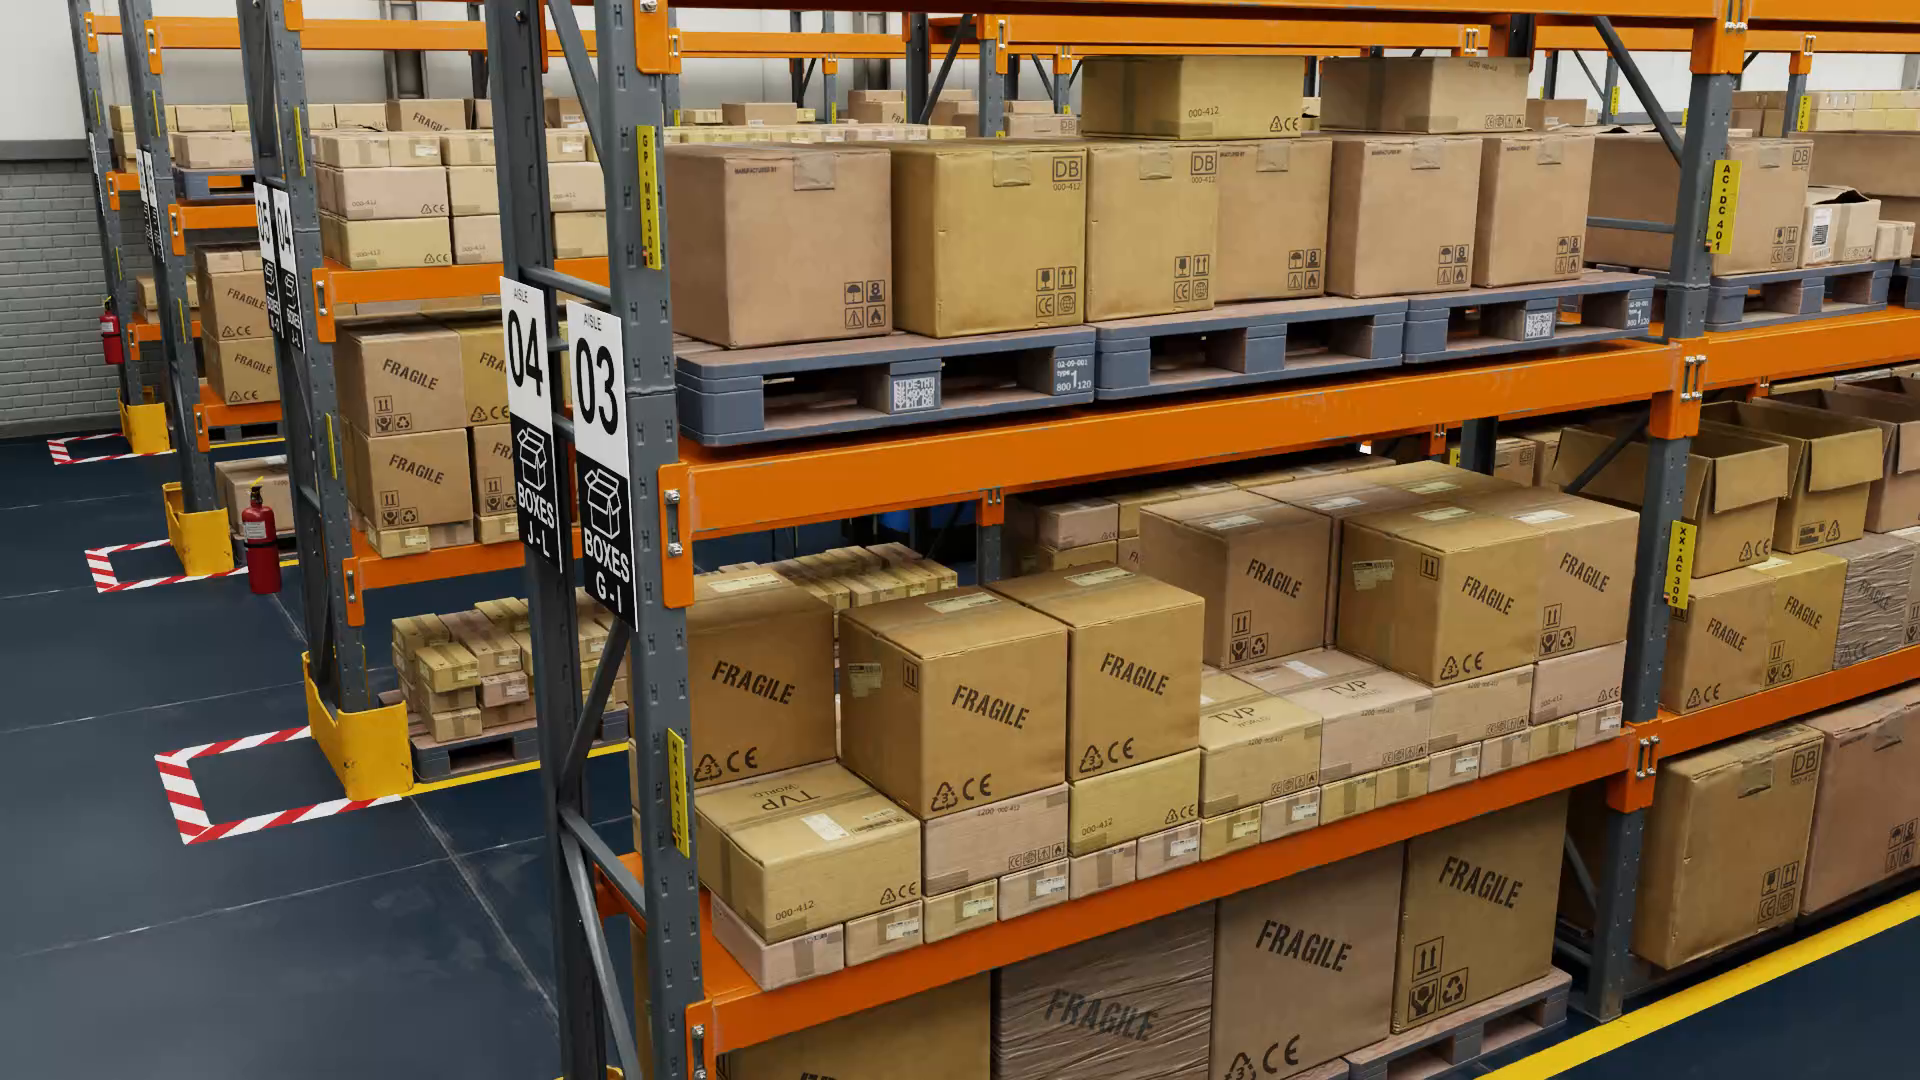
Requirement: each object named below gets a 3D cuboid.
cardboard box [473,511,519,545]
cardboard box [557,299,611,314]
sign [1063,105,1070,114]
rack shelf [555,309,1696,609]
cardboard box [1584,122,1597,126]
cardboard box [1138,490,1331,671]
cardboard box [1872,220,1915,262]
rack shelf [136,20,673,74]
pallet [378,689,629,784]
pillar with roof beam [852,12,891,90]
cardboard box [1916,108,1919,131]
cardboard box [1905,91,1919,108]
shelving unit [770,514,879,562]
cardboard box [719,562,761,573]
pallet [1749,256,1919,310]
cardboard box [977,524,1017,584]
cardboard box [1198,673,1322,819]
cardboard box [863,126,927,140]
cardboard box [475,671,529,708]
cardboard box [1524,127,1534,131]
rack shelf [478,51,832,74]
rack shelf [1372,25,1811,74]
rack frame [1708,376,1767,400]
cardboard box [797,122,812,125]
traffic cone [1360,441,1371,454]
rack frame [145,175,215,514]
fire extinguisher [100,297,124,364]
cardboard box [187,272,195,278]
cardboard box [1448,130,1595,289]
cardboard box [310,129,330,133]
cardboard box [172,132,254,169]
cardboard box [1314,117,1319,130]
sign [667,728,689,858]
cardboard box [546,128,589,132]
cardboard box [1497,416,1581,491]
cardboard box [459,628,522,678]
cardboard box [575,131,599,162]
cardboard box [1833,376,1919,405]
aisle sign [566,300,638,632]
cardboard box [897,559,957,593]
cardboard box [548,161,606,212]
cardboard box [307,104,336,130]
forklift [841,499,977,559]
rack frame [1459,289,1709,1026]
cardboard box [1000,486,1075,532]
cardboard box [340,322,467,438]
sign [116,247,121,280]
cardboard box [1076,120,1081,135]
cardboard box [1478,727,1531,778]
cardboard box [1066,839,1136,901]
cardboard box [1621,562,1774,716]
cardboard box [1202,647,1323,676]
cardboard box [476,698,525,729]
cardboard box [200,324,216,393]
[{"bbox_3d":[-2.571,-0.102,9.183,0.250,0.149,0.380,-10,18,-31],"label":"cardboard box"},{"bbox_3d":[-2.333,-1.123,9.770,0.500,0.500,0.500,-8,18,-27],"label":"cardboard box"},{"bbox_3d":[1.027,-4.029,16.065,0.005,0.325,0.100,-9,18,-30],"label":"sign"},{"bbox_3d":[0.709,-0.399,5.550,4.000,0.370,1.077,-9,18,-30],"label":"rack shelf"},{"bbox_3d":[7.306,-4.921,20.078,0.500,0.250,0.500,-9,18,-30],"label":"cardboard box"},{"bbox_3d":[1.012,0.137,6.202,0.500,0.500,0.500,-10,18,-31],"label":"cardboard box"},{"bbox_3d":[3.777,-1.276,7.036,0.250,0.149,0.380,-10,19,-32],"label":"cardboard box"},{"bbox_3d":[-4.394,-3.943,13.378,4.000,0.370,1.077,-9,18,-30],"label":"rack shelf"},{"bbox_3d":[-2.693,1.043,9.797,1.213,0.211,1.003,-9,18,-30],"label":"pallet"},{"bbox_3d":[1.060,-5.858,18.135,0.400,9.000,9.100,-9,18,-30],"label":"pillar with roof beam"},{"bbox_3d":[8.674,-3.832,15.230,0.500,0.250,0.500,-9,18,-29],"label":"cardboard box"},{"bbox_3d":[8.391,-3.959,14.944,0.250,0.149,0.380,-9,18,-30],"label":"cardboard box"},{"bbox_3d":[-1.071,-0.529,13.017,0.755,1.500,0.431,-10,19,-32],"label":"shelving unit"},{"bbox_3d":[-1.376,0.273,10.780,0.250,0.149,0.380,-9,18,-29],"label":"cardboard box"},{"bbox_3d":[4.371,-1.230,7.533,1.213,0.211,1.003,-8,18,-27],"label":"pallet"},{"bbox_3d":[0.460,0.100,11.849,0.500,0.500,0.500,-10,18,-31],"label":"cardboard box"},{"bbox_3d":[0.865,0.686,5.633,0.500,0.250,0.500,-10,18,-31],"label":"cardboard box"},{"bbox_3d":[-0.393,-2.399,9.967,0.250,0.149,0.380,-9,18,-28],"label":"cardboard box"},{"bbox_3d":[-2.628,0.805,9.435,0.250,0.149,0.380,-9,18,-30],"label":"cardboard box"},{"bbox_3d":[4.118,-2.998,12.691,0.500,0.311,0.500,-9,18,-30],"label":"cardboard box"},{"bbox_3d":[-3.525,-5.647,19.457,4.000,0.370,1.077,-9,18,-30],"label":"rack shelf"},{"bbox_3d":[5.099,-3.924,13.310,4.000,0.370,1.077,-9,18,-30],"label":"rack shelf"},{"bbox_3d":[6.813,-1.852,14.960,0.127,3.000,1.000,-9,18,-30],"label":"rack frame"},{"bbox_3d":[-1.991,-5.034,20.294,0.250,0.149,0.380,-9,18,-29],"label":"cardboard box"},{"bbox_3d":[4.102,-0.994,16.599,0.334,0.463,0.336,-9,18,-30],"label":"traffic cone"},{"bbox_3d":[-6.109,-1.315,13.045,0.127,3.000,1.000,-9,18,-30],"label":"rack frame"},{"bbox_3d":[-8.556,-2.119,16.747,0.183,0.674,0.296,-9,18,-30],"label":"fire extinguisher"},{"bbox_3d":[-7.968,-2.731,17.822,0.500,0.250,0.500,-9,18,-30],"label":"cardboard box"},{"bbox_3d":[1.784,-1.199,5.923,0.500,0.500,0.700,-10,19,-33],"label":"cardboard box"},{"bbox_3d":[-6.846,-4.198,17.498,0.500,0.250,0.500,-10,18,-31],"label":"cardboard box"},{"bbox_3d":[-5.769,-3.021,12.888,0.500,0.250,0.500,-11,19,-35],"label":"cardboard box"},{"bbox_3d":[2.740,-2.966,11.773,0.258,0.266,0.396,-9,18,-30],"label":"cardboard box"},{"bbox_3d":[-0.724,0.652,4.277,0.005,0.325,0.100,-9,18,-30],"label":"sign"},{"bbox_3d":[-2.225,-2.274,9.520,0.250,0.149,0.380,-9,18,-29],"label":"cardboard box"},{"bbox_3d":[4.701,-0.601,13.888,0.750,0.750,1.050,-9,18,-29],"label":"cardboard box"},{"bbox_3d":[-2.674,0.639,9.473,0.250,0.149,0.380,-9,18,-29],"label":"cardboard box"},{"bbox_3d":[-1.930,-2.142,9.050,0.250,0.149,0.380,-9,18,-28],"label":"cardboard box"},{"bbox_3d":[4.657,-0.478,8.014,0.637,0.503,0.797,-9,18,-28],"label":"cardboard box"},{"bbox_3d":[-0.912,-0.195,4.231,0.004,0.787,0.394,-9,18,-30],"label":"aisle sign"},{"bbox_3d":[-0.215,0.254,10.850,0.250,0.149,0.380,-9,18,-28],"label":"cardboard box"},{"bbox_3d":[-2.077,-1.938,9.061,0.500,0.250,0.500,-9,18,-29],"label":"cardboard box"},{"bbox_3d":[-6.858,-4.436,17.419,0.500,0.250,0.500,-9,18,-28],"label":"cardboard box"},{"bbox_3d":[0.526,-1.505,13.847,3.031,2.935,1.130,-10,19,-32],"label":"forklift"},{"bbox_3d":[2.424,0.421,6.849,0.127,3.000,1.000,-9,18,-30],"label":"rack frame"},{"bbox_3d":[0.464,-0.262,11.751,0.500,0.250,0.500,-10,18,-31],"label":"cardboard box"},{"bbox_3d":[-2.951,-0.858,8.825,0.500,0.500,0.500,-9,18,-30],"label":"cardboard box"},{"bbox_3d":[-8.389,-2.755,16.576,0.005,0.325,0.100,-9,18,-30],"label":"sign"},{"bbox_3d":[1.566,-4.049,17.056,0.500,0.500,0.700,-9,18,-30],"label":"cardboard box"},{"bbox_3d":[1.890,0.732,6.207,0.250,0.149,0.380,-10,18,-31],"label":"cardboard box"},{"bbox_3d":[0.349,0.982,5.314,0.250,0.149,0.380,-10,18,-31],"label":"cardboard box"},{"bbox_3d":[2.947,0.367,6.857,0.500,0.500,0.500,-9,18,-30],"label":"cardboard box"},{"bbox_3d":[1.016,0.496,6.308,0.500,0.250,0.500,-9,18,-28],"label":"cardboard box"},{"bbox_3d":[-2.677,0.932,9.531,0.250,0.149,0.380,-9,18,-30],"label":"cardboard box"},{"bbox_3d":[-5.832,-1.492,13.489,0.500,0.500,0.500,-9,18,-29],"label":"cardboard box"}]
